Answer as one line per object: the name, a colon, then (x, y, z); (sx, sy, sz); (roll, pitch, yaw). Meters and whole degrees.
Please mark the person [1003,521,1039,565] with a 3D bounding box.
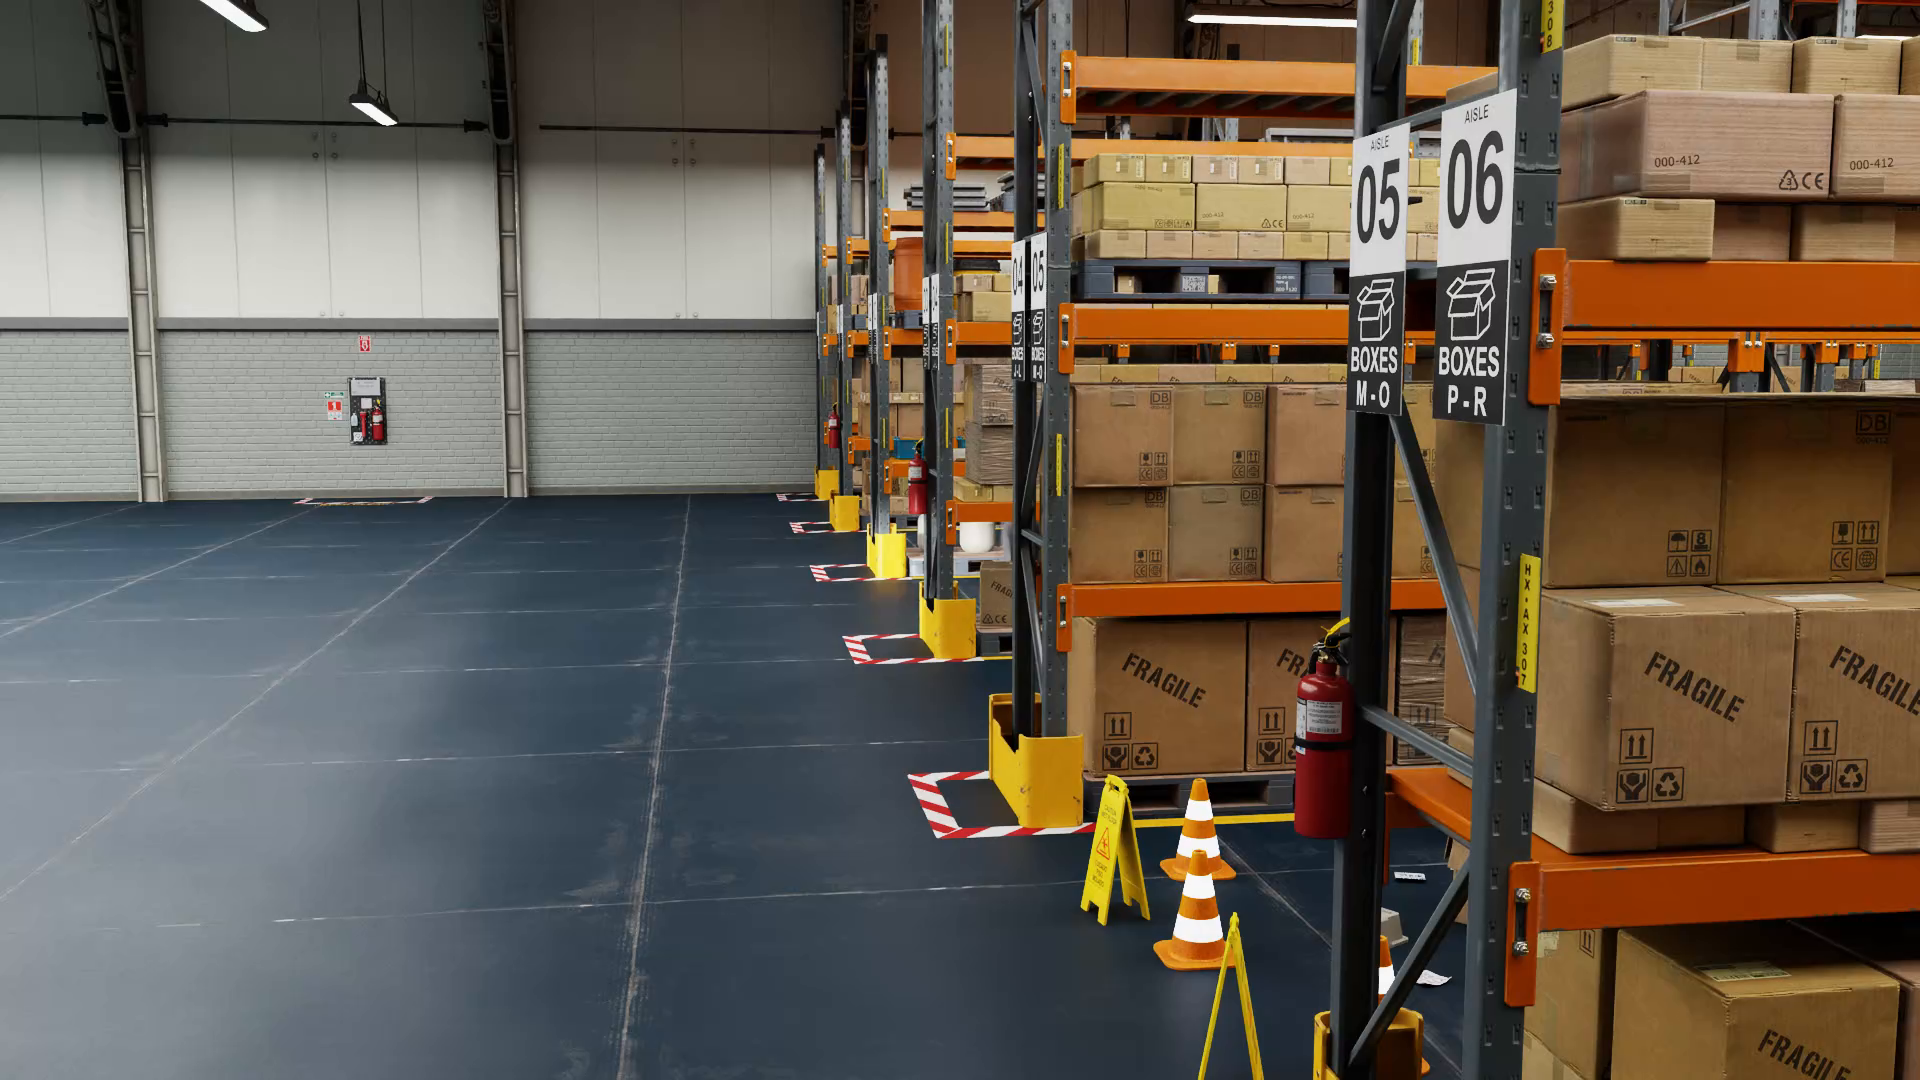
person: (0.606, -0.145, 16.618); (0.460, 1.653, 0.500); (-1, 7, -9)
